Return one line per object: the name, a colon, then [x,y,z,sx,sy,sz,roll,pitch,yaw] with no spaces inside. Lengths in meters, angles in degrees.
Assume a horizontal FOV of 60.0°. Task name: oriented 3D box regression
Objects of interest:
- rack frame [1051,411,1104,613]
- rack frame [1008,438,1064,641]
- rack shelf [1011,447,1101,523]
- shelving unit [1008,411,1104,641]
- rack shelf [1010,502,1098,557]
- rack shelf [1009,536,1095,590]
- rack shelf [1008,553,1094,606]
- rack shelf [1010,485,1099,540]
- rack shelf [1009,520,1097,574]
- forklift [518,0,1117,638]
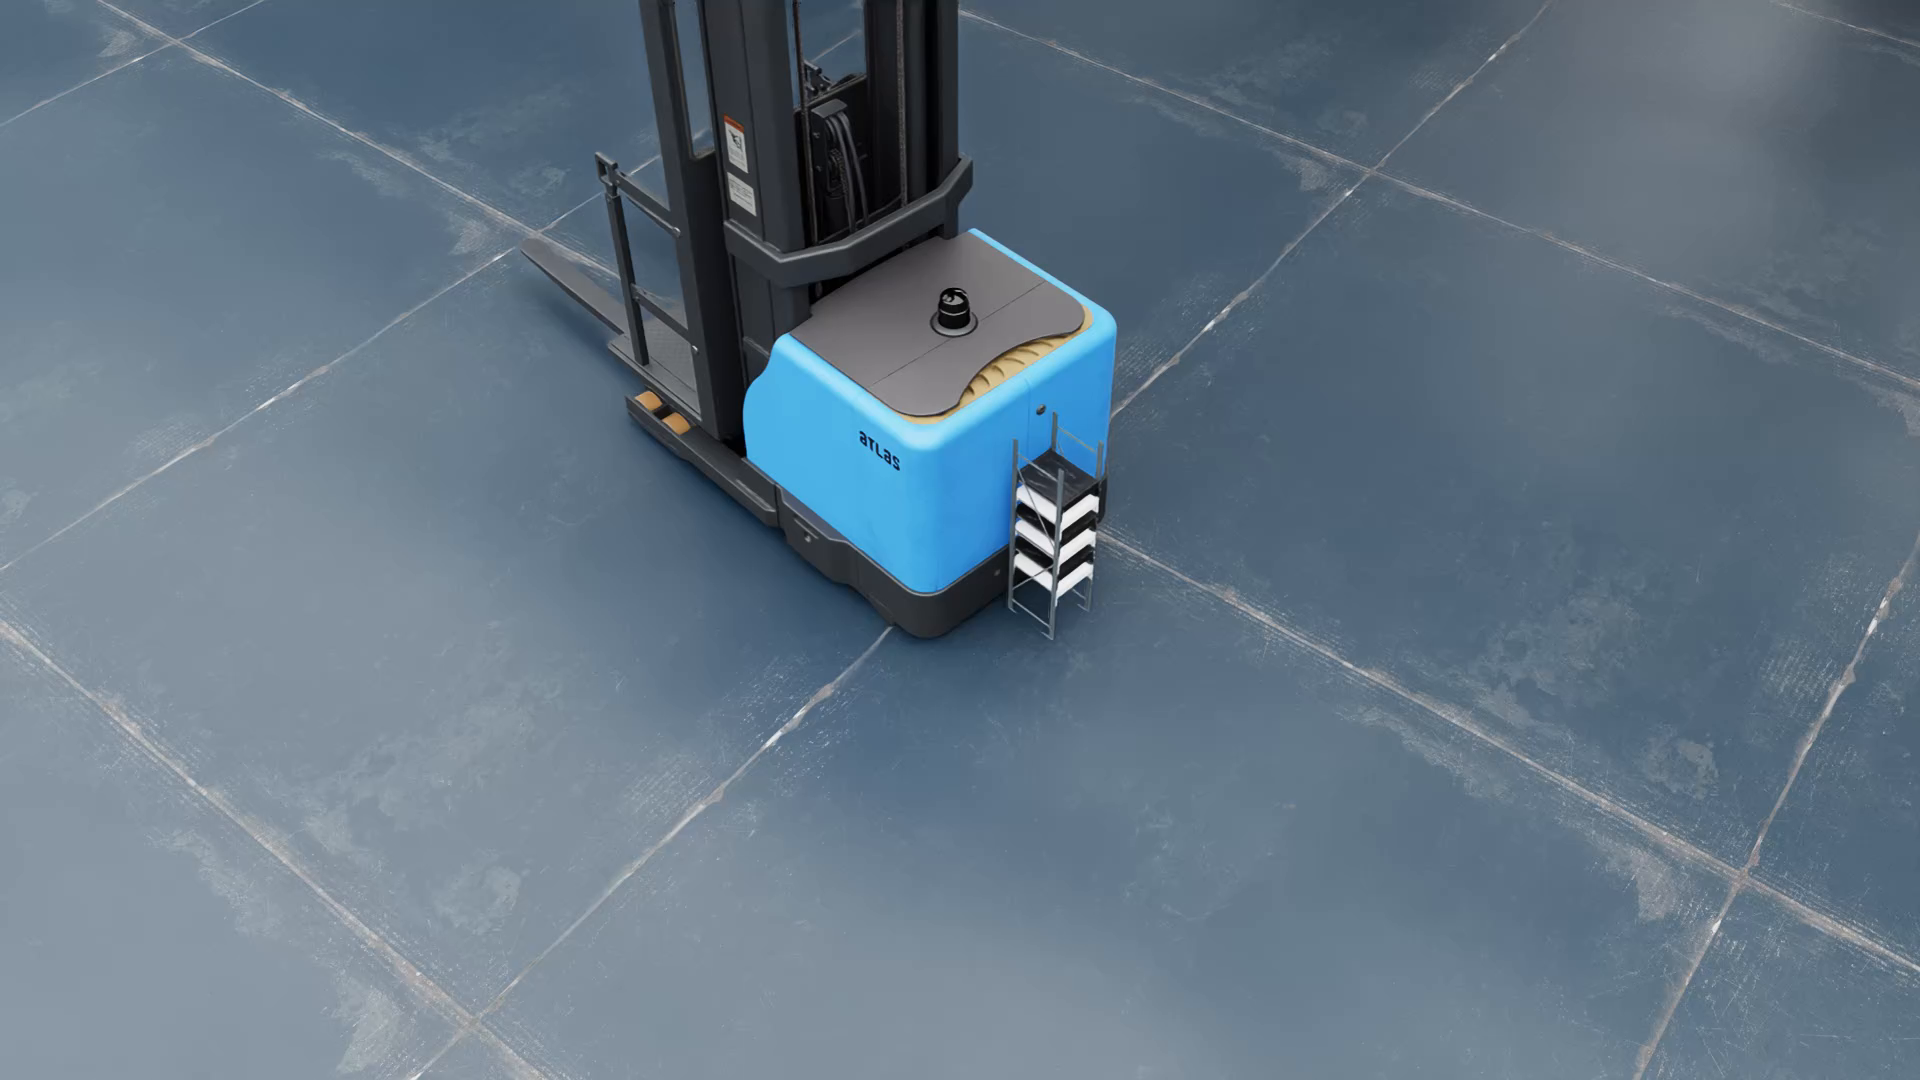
rack frame: [0.418,-0.089,6.213,0.006,0.900,0.240,-35,56,-29]
rack frame: [0.273,0.014,6.114,0.006,0.900,0.240,-35,56,-29]
rack shelf: [0.345,-0.201,5.992,0.200,0.077,0.258,-35,56,-29]
shelving unit: [0.345,-0.038,6.164,0.210,0.900,0.258,-35,56,-29]
rack shelf: [0.345,-0.077,6.123,0.200,0.077,0.258,-35,56,-29]
rack shelf: [0.345,0.048,6.253,0.200,0.077,0.258,-35,56,-29]
rack shelf: [0.345,0.110,6.318,0.200,0.077,0.258,-35,56,-29]
rack shelf: [0.345,-0.139,6.058,0.200,0.077,0.258,-35,56,-29]
rack shelf: [0.345,-0.015,6.188,0.200,0.077,0.258,-35,56,-29]
forklift: [-0.787,-1.616,6.267,1.130,2.935,3.031,-34,55,-28]
